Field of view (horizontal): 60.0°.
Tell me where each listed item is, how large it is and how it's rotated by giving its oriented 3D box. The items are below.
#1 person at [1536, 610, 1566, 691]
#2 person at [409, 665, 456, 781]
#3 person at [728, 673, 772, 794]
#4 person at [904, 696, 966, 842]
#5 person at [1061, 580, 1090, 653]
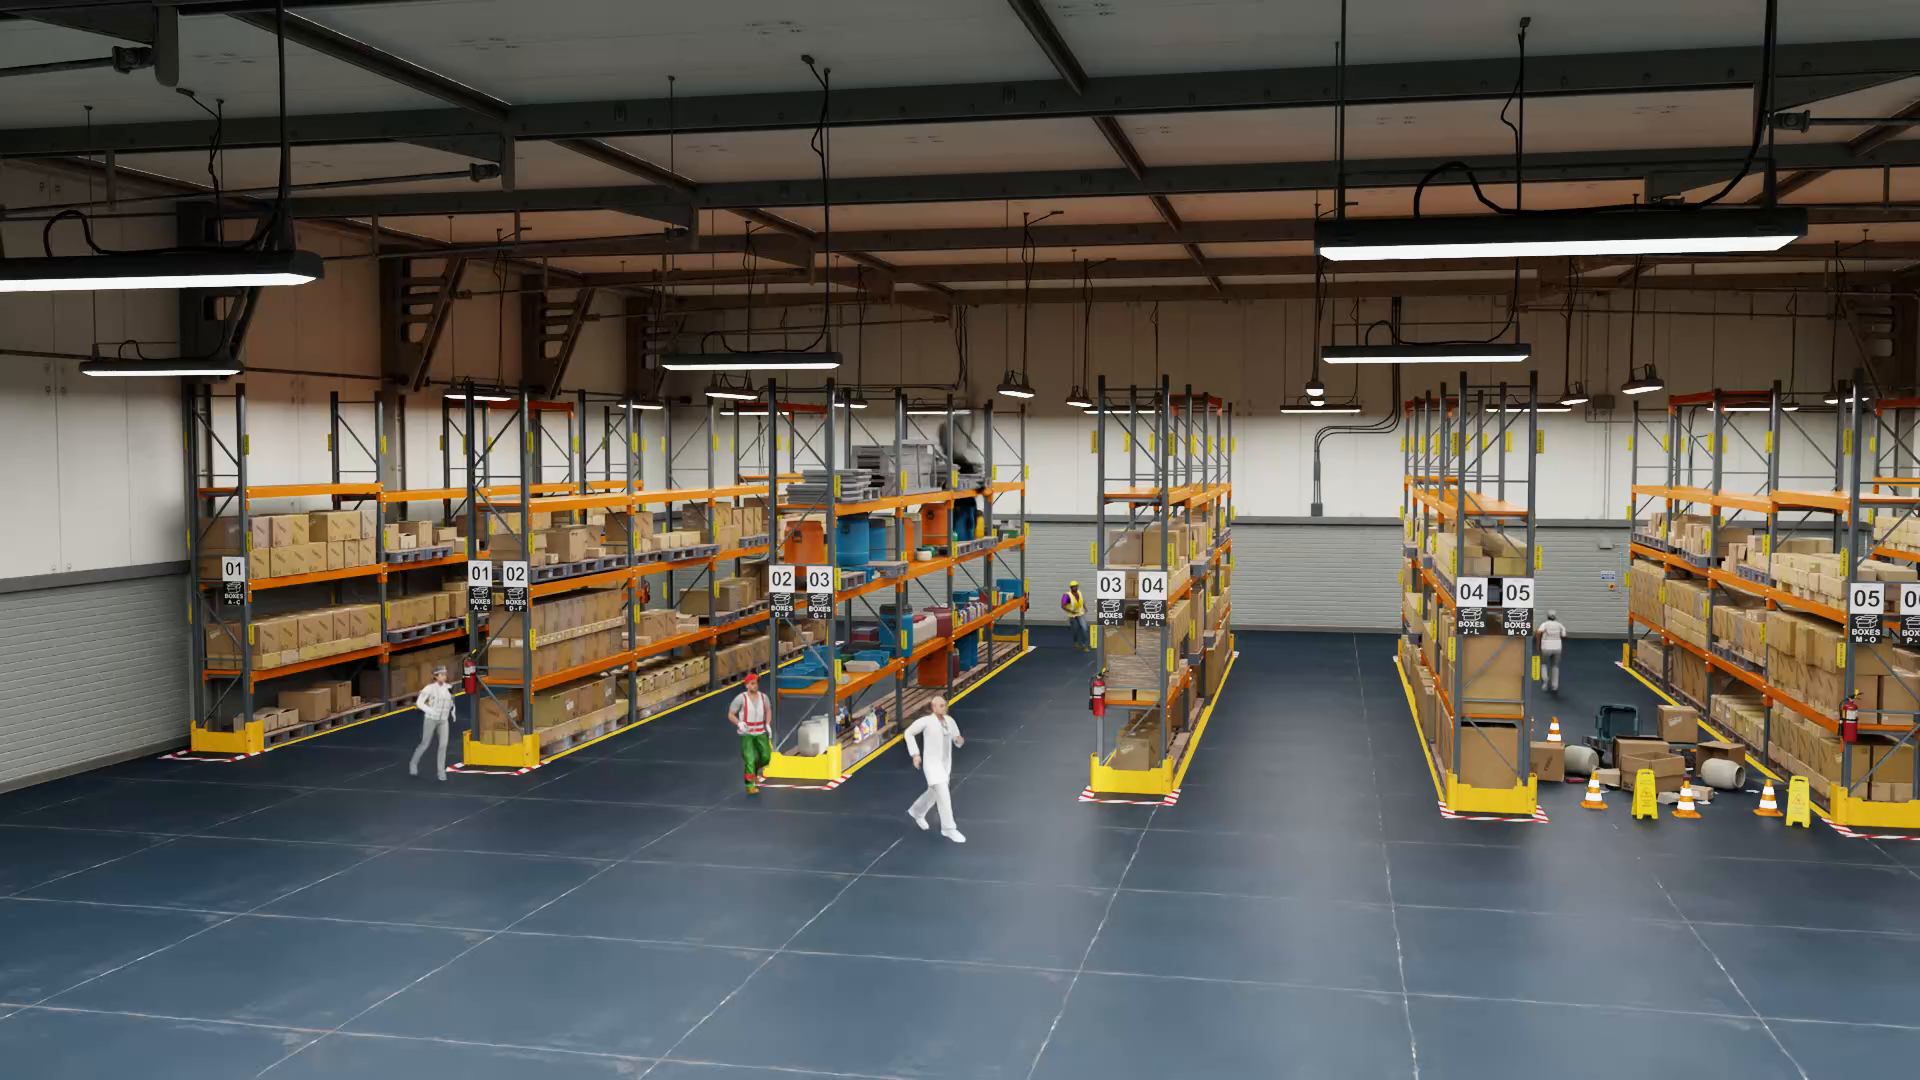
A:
[{"bbox_3d":[11.997,2.253,33.840,0.626,1.662,0.628,0,3,8],"label":"person"},{"bbox_3d":[-7.845,2.722,25.027,0.669,1.666,0.910,-3,4,-42],"label":"person"},{"bbox_3d":[-2.974,2.780,23.783,0.690,1.756,0.622,-2,4,-30],"label":"person"},{"bbox_3d":[-0.303,2.870,21.135,1.046,1.788,0.690,3,4,42],"label":"person"},{"bbox_3d":[2.737,1.872,40.317,0.732,1.813,0.734,-1,3,-19],"label":"person"}]
